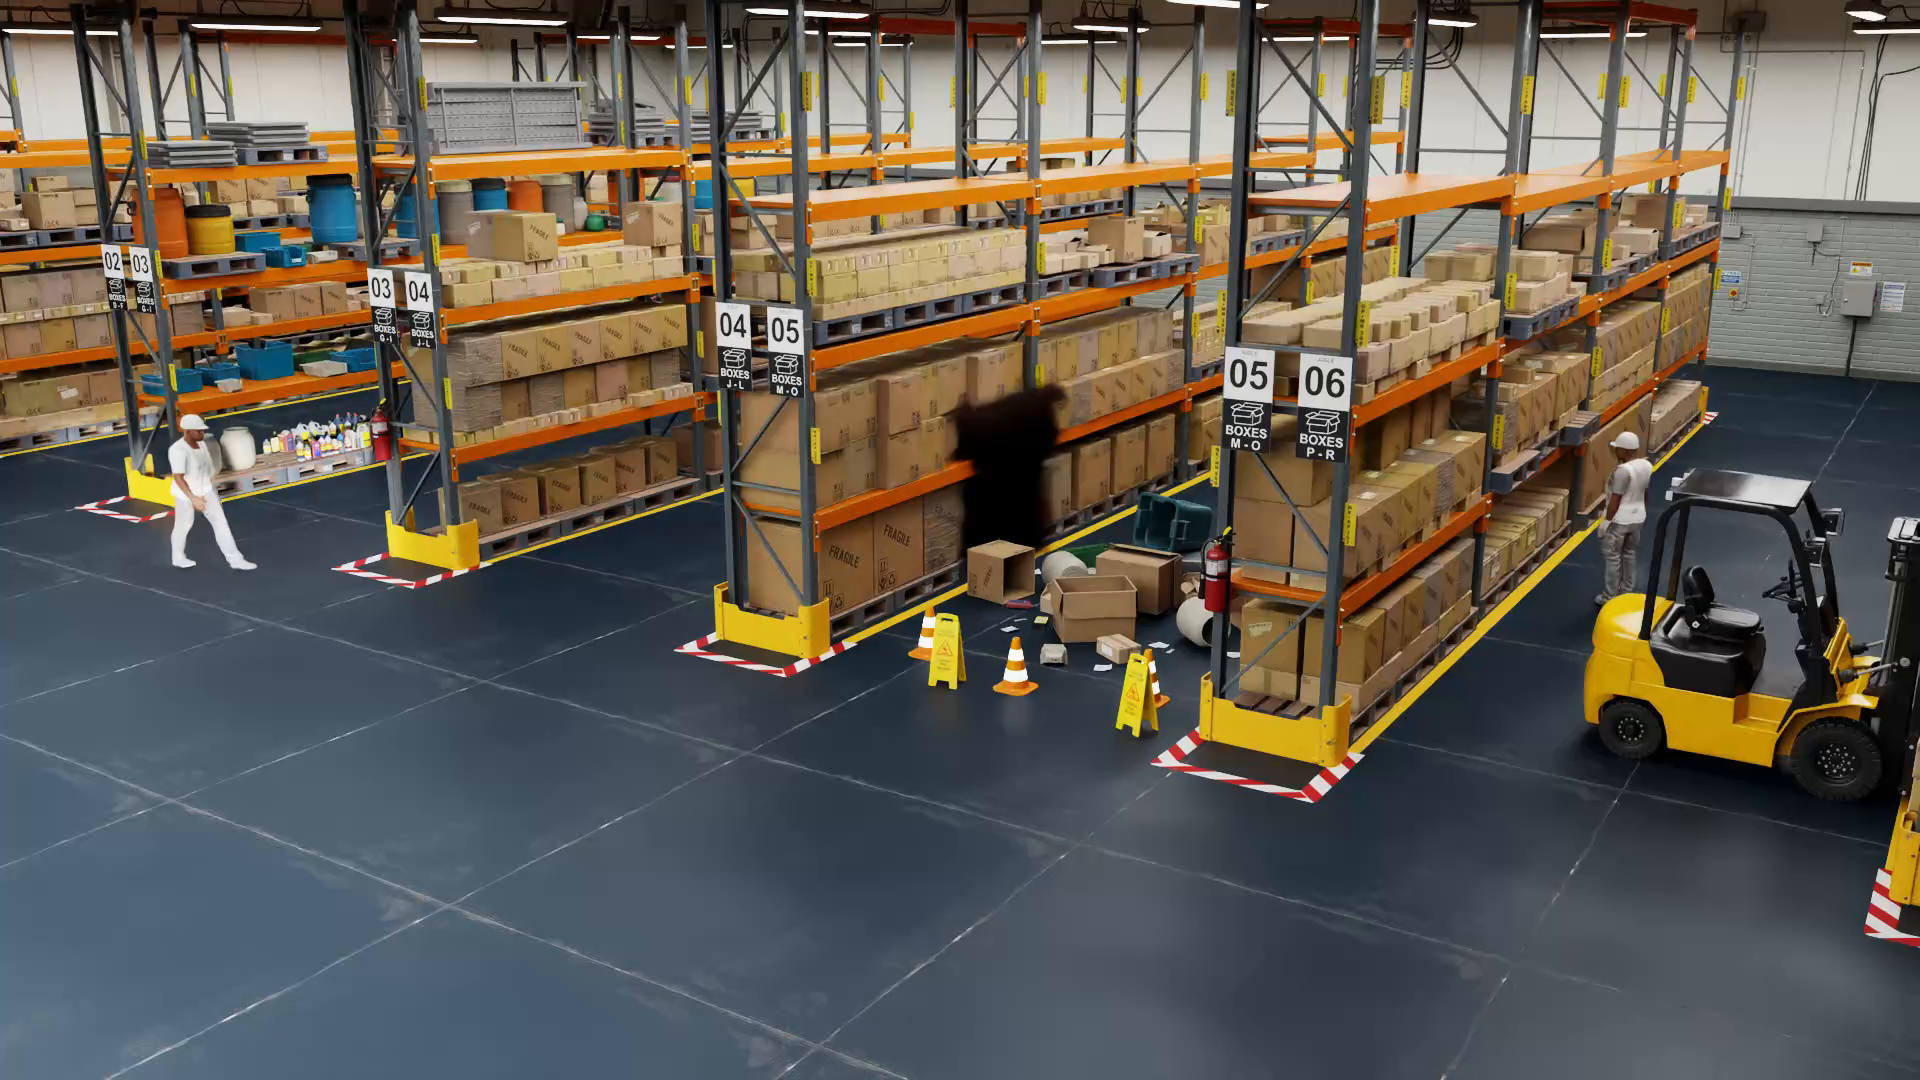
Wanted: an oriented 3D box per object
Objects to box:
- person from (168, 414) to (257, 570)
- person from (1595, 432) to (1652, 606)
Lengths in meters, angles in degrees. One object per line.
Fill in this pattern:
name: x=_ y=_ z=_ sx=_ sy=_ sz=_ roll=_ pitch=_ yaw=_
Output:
person: x=-8.116 y=-0.493 z=17.680 sx=1.026 sy=1.701 sz=0.539 roll=8 pitch=17 yaw=25
person: x=6.596 y=-0.210 z=16.667 sx=0.611 sy=1.791 sz=0.508 roll=-7 pitch=17 yaw=-24
